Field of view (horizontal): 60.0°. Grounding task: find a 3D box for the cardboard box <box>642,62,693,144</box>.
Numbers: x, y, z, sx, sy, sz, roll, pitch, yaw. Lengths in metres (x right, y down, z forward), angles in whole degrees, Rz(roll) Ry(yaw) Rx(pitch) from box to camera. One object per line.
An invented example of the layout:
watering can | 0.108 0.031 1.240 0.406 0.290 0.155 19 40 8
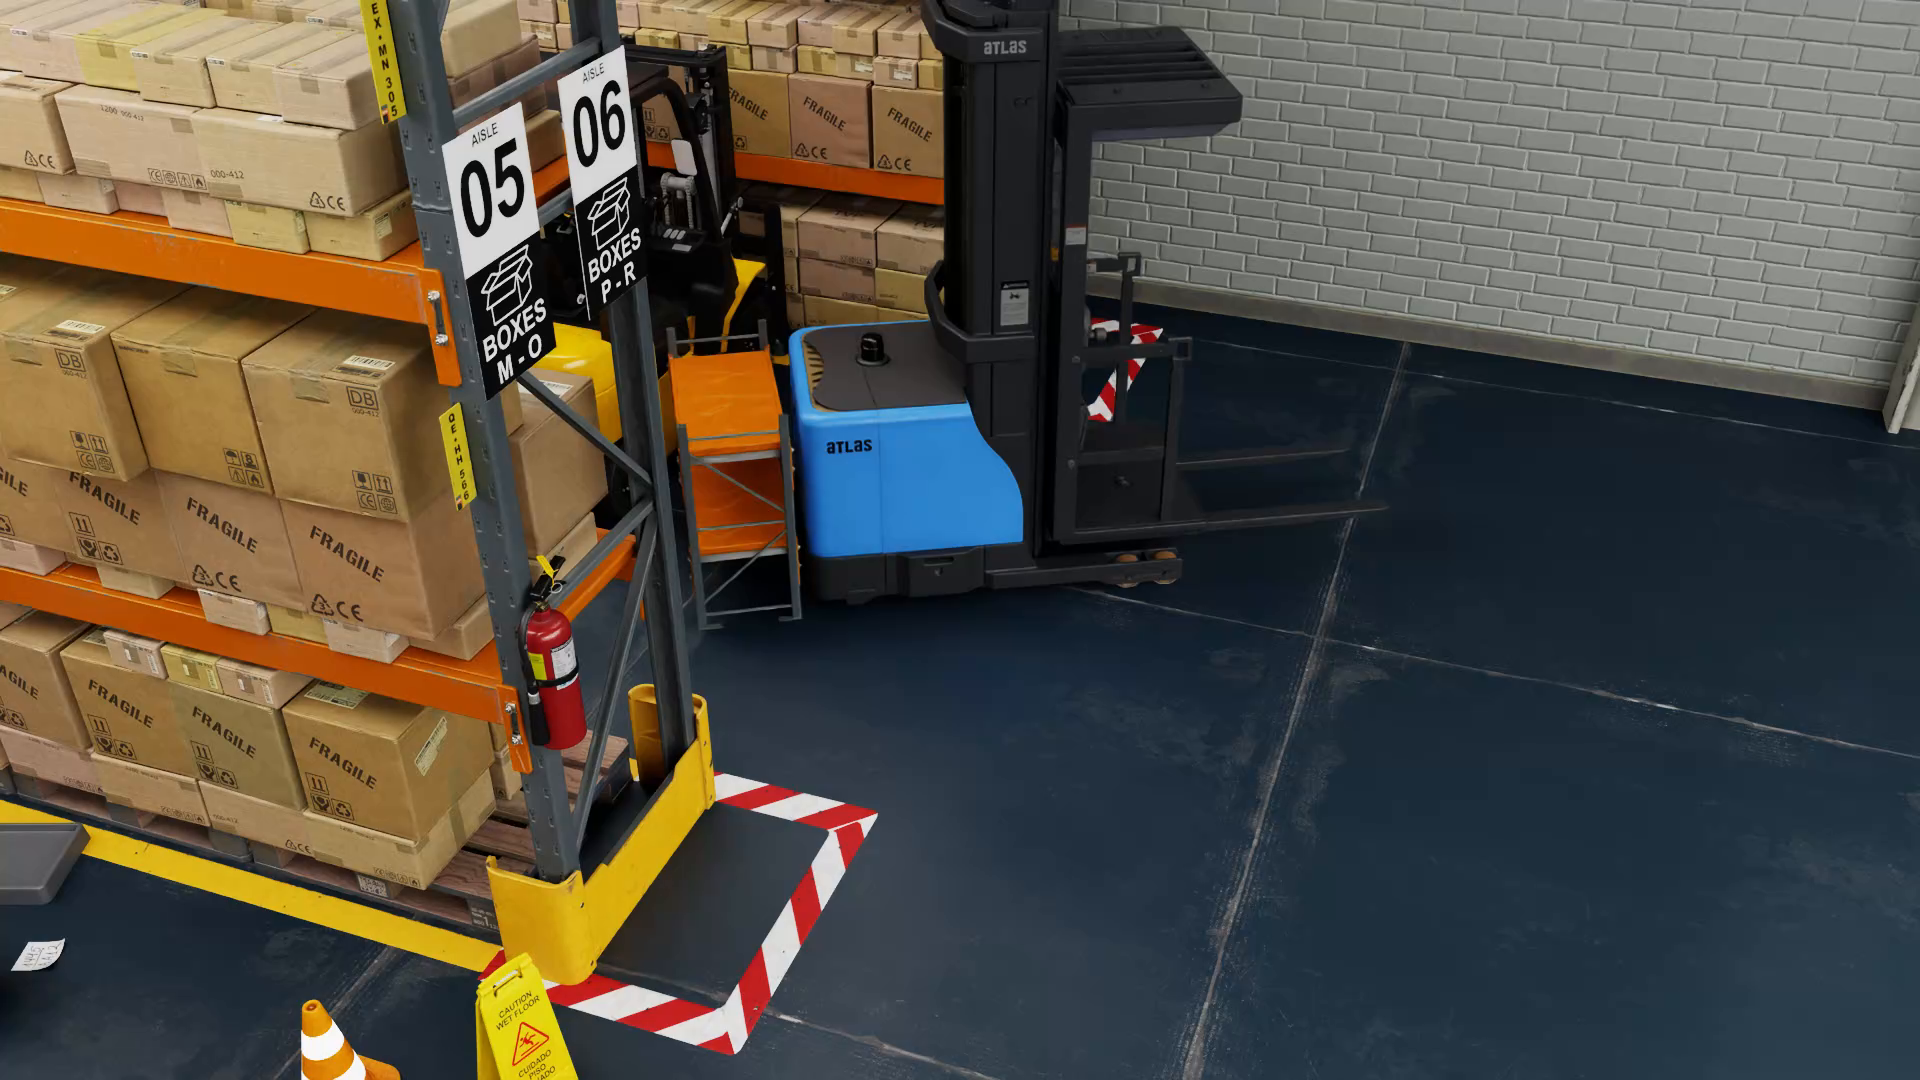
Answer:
cardboard box | -1.630 -2.722 10.108 0.500 0.500 0.500 11 35 17

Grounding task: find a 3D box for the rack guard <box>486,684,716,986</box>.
rack guard | -1.376 1.127 6.543 0.348 0.500 1.175 11 34 16

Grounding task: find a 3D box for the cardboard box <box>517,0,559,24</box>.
cardboard box | -2.472 -3.263 10.073 0.250 0.149 0.380 12 35 18

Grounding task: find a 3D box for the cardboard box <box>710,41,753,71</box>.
cardboard box | -1.271 -2.901 9.788 0.250 0.149 0.380 11 35 17

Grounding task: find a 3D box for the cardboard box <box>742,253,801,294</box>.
cardboard box | -1.159 -1.786 10.438 0.500 0.250 0.500 10 34 15

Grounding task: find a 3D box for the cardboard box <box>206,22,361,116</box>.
cardboard box | -1.953 -1.377 4.848 0.250 0.149 0.380 12 35 17

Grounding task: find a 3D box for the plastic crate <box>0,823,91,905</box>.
plastic crate | -3.869 1.292 6.676 0.583 0.080 0.402 0 33 0

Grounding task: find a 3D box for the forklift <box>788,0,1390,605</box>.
forklift | 0.680 -1.271 8.017 3.031 2.935 1.130 -5 33 -7

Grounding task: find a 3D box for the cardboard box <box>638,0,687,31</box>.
cardboard box | -1.719 -3.174 9.936 0.250 0.149 0.380 11 34 17

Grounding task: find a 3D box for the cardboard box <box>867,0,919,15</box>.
cardboard box | -0.366 -3.160 9.915 0.250 0.149 0.380 12 35 17

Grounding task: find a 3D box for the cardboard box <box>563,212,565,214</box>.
cardboard box | -2.572 -2.270 10.727 0.500 0.250 0.500 11 34 17

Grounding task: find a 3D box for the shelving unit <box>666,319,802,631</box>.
shelving unit | -1.123 -0.338 8.235 0.538 1.125 1.048 -6 33 -9

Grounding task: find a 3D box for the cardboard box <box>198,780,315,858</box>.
cardboard box | -2.642 0.960 6.645 0.500 0.250 0.500 11 34 17

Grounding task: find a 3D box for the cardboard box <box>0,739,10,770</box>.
cardboard box | -4.100 0.675 7.086 0.500 0.250 0.500 13 35 19

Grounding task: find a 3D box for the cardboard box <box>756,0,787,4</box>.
cardboard box | -1.064 -3.347 10.204 0.250 0.149 0.380 10 34 15

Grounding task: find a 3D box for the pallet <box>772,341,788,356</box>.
pallet | -1.512 -1.616 11.057 1.213 0.211 1.003 11 34 16

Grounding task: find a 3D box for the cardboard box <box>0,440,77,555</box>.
cardboard box | -3.319 -0.324 6.121 0.500 0.500 0.500 11 35 17

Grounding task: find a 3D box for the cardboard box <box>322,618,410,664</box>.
cardboard box | -2.005 0.248 5.833 0.250 0.149 0.380 11 34 16

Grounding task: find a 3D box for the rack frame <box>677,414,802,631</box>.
rack frame | -1.025 -0.067 7.816 0.500 1.125 0.032 -6 33 -9

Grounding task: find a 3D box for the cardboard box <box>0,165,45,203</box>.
cardboard box | -2.931 -1.235 5.363 0.250 0.149 0.380 10 34 15

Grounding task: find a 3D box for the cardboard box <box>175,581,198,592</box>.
cardboard box | -2.685 0.039 6.155 0.250 0.149 0.380 11 35 17

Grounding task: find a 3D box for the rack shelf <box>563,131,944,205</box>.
rack shelf | -1.517 -2.508 10.532 4.000 0.370 1.077 11 34 16

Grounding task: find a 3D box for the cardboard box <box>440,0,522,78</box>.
cardboard box | -1.571 -1.568 5.144 0.250 0.149 0.380 11 34 16

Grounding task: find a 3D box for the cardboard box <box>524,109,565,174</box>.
cardboard box | -1.508 -1.290 5.449 0.250 0.149 0.380 11 34 17

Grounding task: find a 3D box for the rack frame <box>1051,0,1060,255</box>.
rack frame | 0.366 -2.444 9.770 0.127 3.000 1.000 11 34 16

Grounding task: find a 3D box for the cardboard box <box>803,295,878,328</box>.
cardboard box | -0.648 -1.486 10.434 0.500 0.250 0.500 11 34 16

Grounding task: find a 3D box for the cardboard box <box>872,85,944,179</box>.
cardboard box | -0.186 -2.442 9.675 0.500 0.500 0.500 10 34 15

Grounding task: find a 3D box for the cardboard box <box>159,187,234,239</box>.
cardboard box | -2.219 -1.081 5.125 0.250 0.149 0.380 12 35 18

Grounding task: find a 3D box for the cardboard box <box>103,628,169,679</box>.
cardboard box | -2.998 0.339 6.318 0.250 0.149 0.380 12 35 19

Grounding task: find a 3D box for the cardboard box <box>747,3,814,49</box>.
cardboard box | -1.032 -2.980 9.635 0.250 0.149 0.380 12 35 18

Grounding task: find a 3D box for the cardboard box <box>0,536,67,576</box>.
cardboard box | -3.434 -0.043 6.283 0.250 0.149 0.380 11 34 16

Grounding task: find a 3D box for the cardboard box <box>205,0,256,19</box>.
cardboard box | -2.239 -1.767 5.453 0.250 0.149 0.380 11 34 16

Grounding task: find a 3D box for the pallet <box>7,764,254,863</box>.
pallet | -3.274 0.858 7.227 1.213 0.211 1.003 11 34 16

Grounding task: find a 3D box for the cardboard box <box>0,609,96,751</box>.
cardboard box | -3.611 0.456 6.734 0.500 0.500 0.500 13 35 19

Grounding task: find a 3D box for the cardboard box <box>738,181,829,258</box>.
cardboard box | -1.134 -1.988 10.290 0.500 0.250 0.500 11 35 17

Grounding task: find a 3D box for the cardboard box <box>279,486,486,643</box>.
cardboard box | -1.909 -0.035 5.672 0.500 0.500 0.500 10 34 16

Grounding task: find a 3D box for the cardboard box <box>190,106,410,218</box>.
cardboard box | -1.877 -1.187 4.922 0.500 0.250 0.500 11 34 16

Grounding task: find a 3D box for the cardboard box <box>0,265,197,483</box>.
cardboard box | -2.848 -0.615 5.649 0.500 0.500 0.700 11 34 16

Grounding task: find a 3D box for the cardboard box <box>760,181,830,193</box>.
cardboard box | -0.961 -2.257 10.706 0.500 0.250 0.500 11 34 16

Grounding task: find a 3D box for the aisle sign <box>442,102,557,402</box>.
aisle sign | -1.344 -0.842 4.892 0.004 0.787 0.394 11 34 16

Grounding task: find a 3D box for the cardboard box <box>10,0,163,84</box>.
cardboard box | -2.648 -1.535 5.093 0.250 0.149 0.380 11 34 16

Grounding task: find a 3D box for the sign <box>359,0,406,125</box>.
sign | -1.511 -1.261 4.357 0.005 0.325 0.100 11 34 16

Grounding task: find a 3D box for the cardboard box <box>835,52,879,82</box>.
cardboard box | -0.529 -2.790 9.615 0.250 0.149 0.380 12 35 17

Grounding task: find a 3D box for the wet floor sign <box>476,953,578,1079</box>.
wet floor sign | -1.487 1.661 5.582 0.232 0.644 0.267 24 40 32

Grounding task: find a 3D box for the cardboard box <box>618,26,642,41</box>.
cardboard box | -1.993 -3.049 10.017 0.250 0.149 0.380 10 34 15

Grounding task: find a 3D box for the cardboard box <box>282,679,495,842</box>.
cardboard box | -2.147 0.741 6.293 0.500 0.500 0.500 11 35 17

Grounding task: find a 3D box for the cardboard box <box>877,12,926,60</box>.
cardboard box | -0.285 -2.871 9.467 0.250 0.149 0.380 11 34 17
